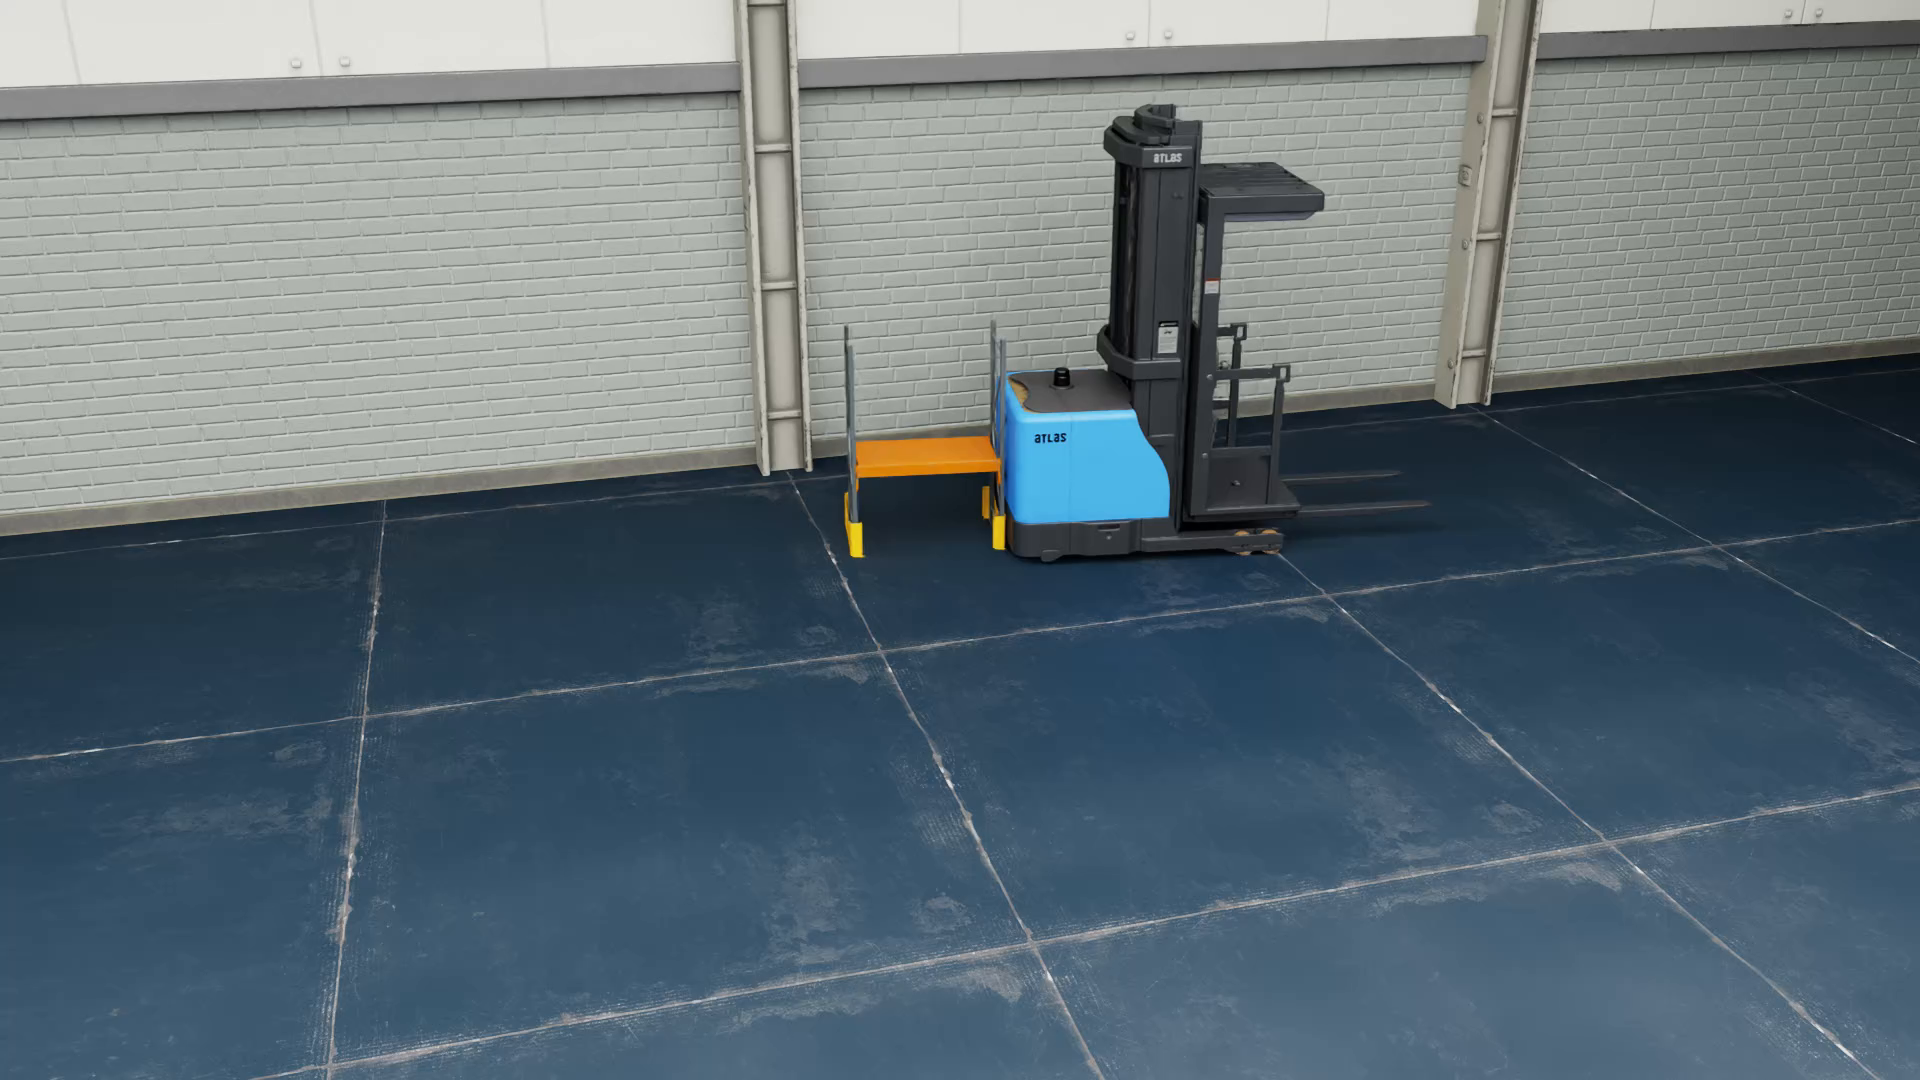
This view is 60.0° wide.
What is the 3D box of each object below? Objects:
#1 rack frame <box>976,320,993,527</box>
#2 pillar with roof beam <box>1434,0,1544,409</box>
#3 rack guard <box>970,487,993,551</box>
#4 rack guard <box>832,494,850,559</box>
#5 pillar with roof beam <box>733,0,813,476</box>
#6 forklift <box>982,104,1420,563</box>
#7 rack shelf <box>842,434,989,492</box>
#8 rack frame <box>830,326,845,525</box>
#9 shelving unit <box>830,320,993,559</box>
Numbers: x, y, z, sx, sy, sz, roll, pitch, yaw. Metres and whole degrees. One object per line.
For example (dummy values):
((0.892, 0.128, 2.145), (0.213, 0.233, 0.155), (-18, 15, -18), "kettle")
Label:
((0.169, -0.731, 11.552), (0.032, 1.500, 0.500), (-3, 23, -7), "rack frame")
((5.558, -3.718, 9.003), (0.400, 9.000, 9.100), (-6, 24, -14), "pillar with roof beam")
((0.150, -0.156, 11.796), (0.087, 0.250, 0.587), (-3, 23, -7), "rack guard")
((-0.837, -0.103, 11.674), (0.087, 0.250, 0.587), (-3, 23, -7), "rack guard")
((-0.219, -3.079, 7.514), (0.400, 9.000, 9.100), (-6, 24, -14), "pillar with roof beam")
((1.711, -1.438, 11.384), (3.031, 2.935, 1.130), (-3, 23, -7), "forklift")
((-0.335, -0.539, 11.561), (1.000, 0.185, 0.538), (-3, 23, -7), "rack shelf")
((-0.839, -0.678, 11.427), (0.032, 1.500, 0.500), (-3, 23, -7), "rack frame")
((-0.344, -0.704, 11.488), (1.083, 1.500, 0.587), (-3, 23, -7), "shelving unit")
